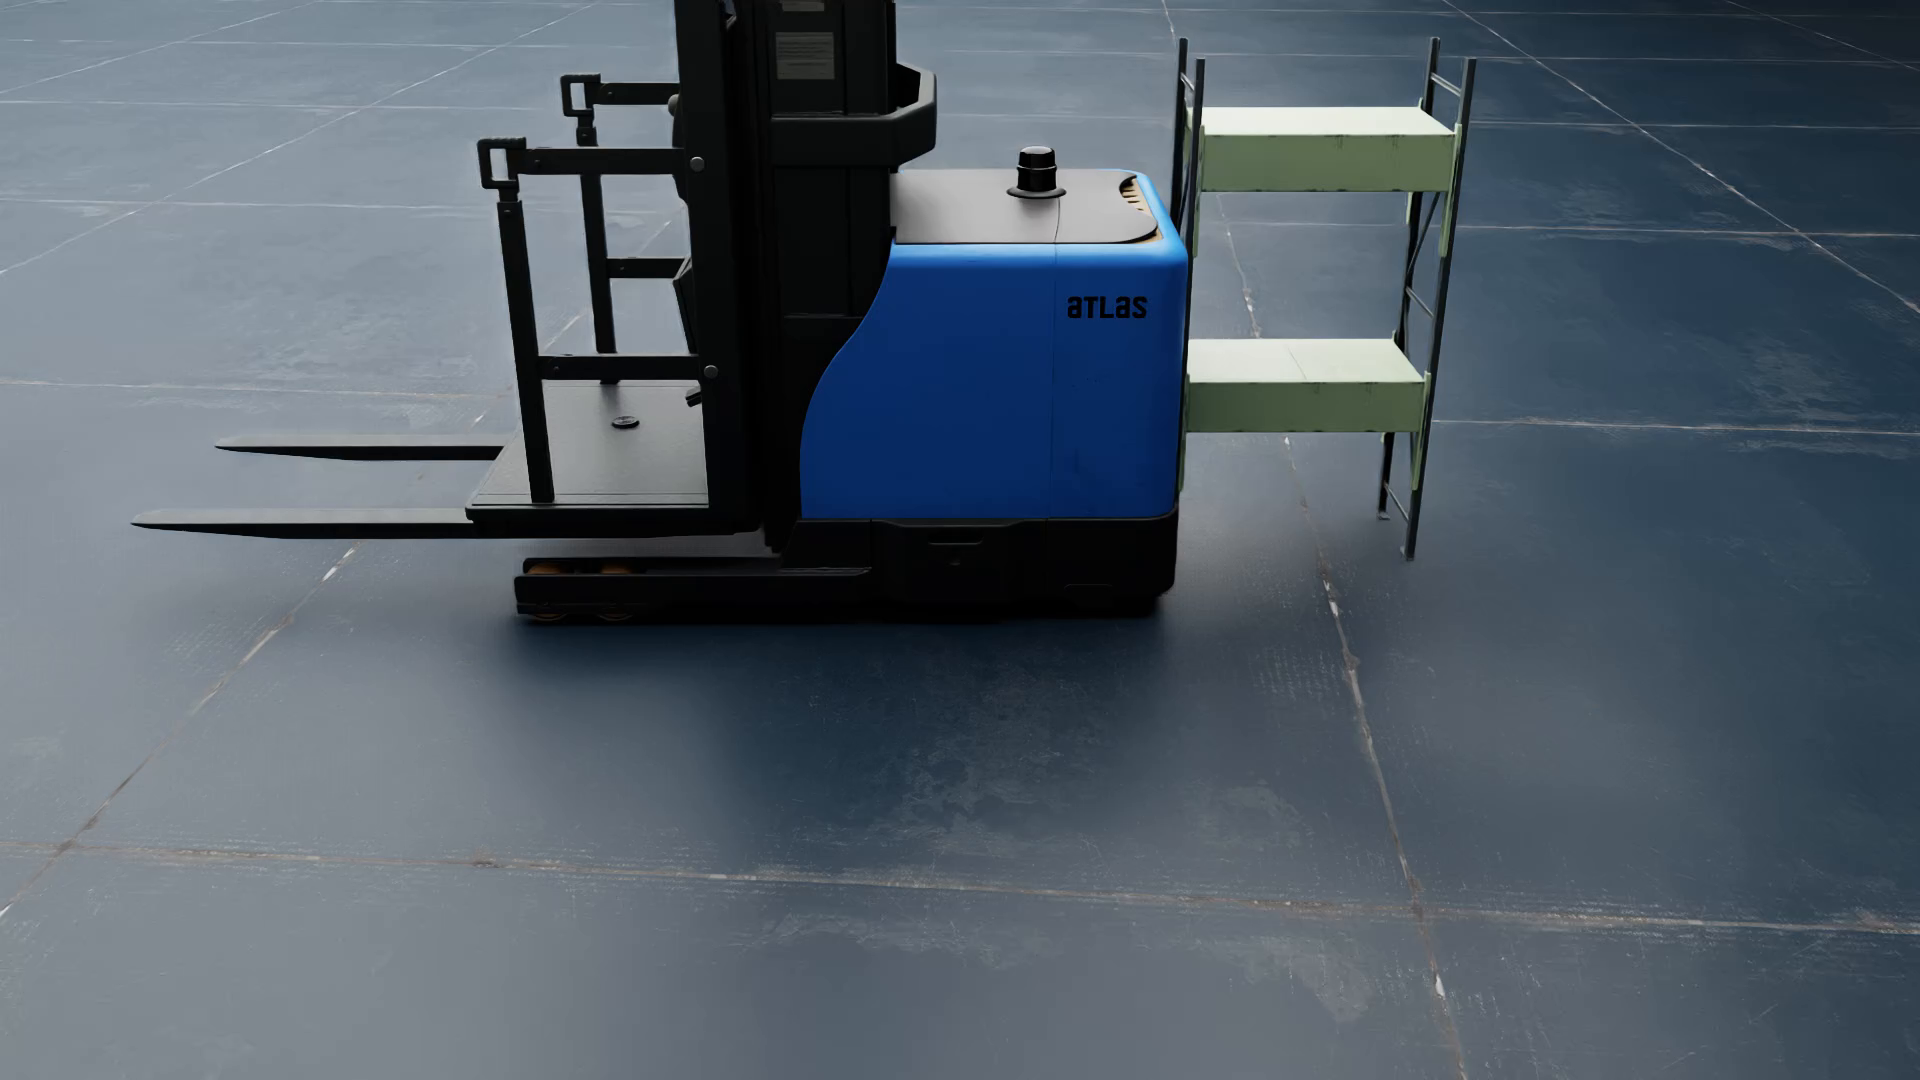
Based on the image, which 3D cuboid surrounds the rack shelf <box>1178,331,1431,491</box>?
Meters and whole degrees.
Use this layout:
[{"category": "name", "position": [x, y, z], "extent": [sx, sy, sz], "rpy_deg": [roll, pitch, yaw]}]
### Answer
[{"category": "rack shelf", "position": [1.015, -0.402, 5.109], "extent": [0.720, 0.370, 0.431], "rpy_deg": [0, 25, 0]}]

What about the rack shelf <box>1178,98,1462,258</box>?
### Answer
[{"category": "rack shelf", "position": [1.015, -1.053, 4.810], "extent": [0.720, 0.370, 0.431], "rpy_deg": [0, 25, 0]}]

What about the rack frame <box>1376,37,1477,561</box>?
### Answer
[{"category": "rack frame", "position": [1.381, -0.699, 4.975], "extent": [0.023, 1.500, 0.400], "rpy_deg": [0, 25, 0]}]

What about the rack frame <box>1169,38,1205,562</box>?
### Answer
[{"category": "rack frame", "position": [0.649, -0.697, 4.971], "extent": [0.023, 1.500, 0.400], "rpy_deg": [0, 25, 0]}]

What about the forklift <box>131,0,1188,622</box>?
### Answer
[{"category": "forklift", "position": [-0.897, -1.321, 4.614], "extent": [3.031, 2.935, 1.130], "rpy_deg": [0, 25, 0]}]

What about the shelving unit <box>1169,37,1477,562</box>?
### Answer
[{"category": "shelving unit", "position": [1.015, -0.698, 4.973], "extent": [0.755, 1.500, 0.431], "rpy_deg": [0, 25, 0]}]
